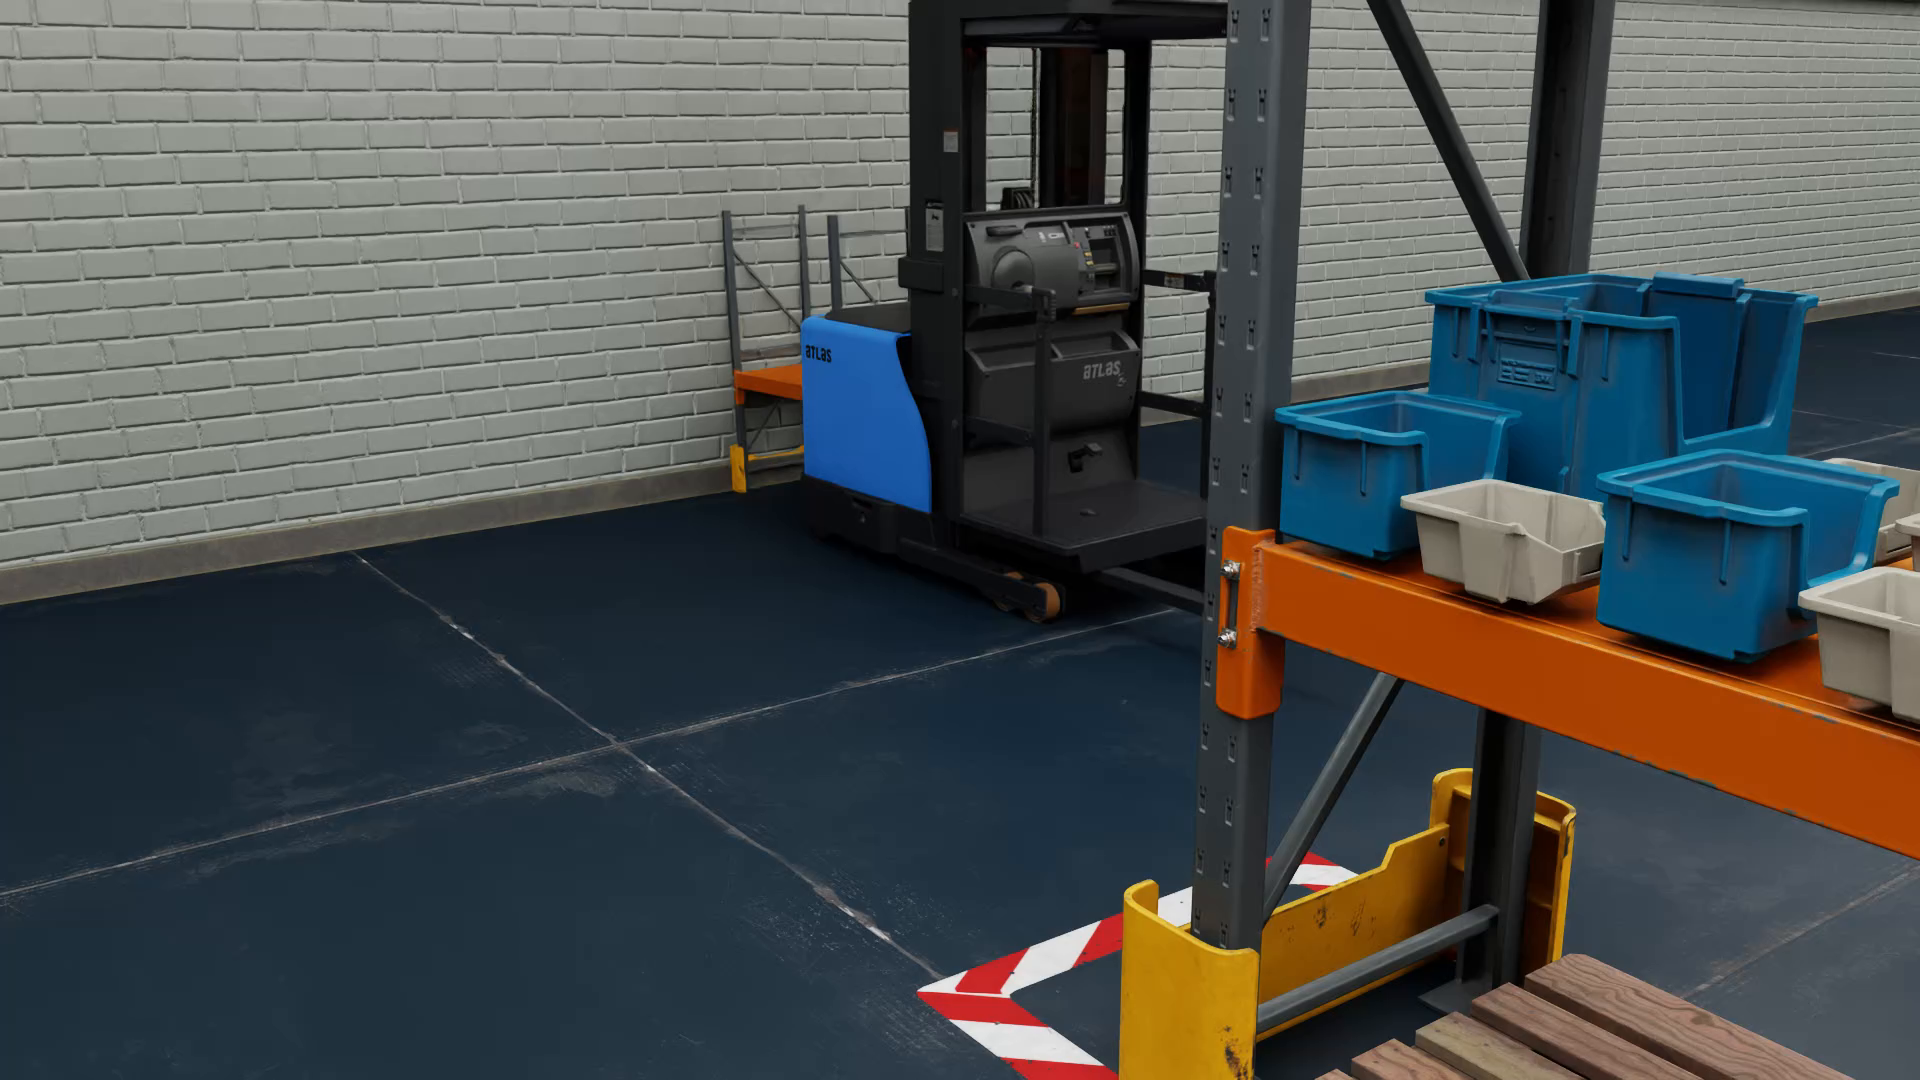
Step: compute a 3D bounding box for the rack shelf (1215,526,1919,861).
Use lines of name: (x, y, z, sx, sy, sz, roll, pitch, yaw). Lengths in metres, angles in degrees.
rack shelf: (2.090, 0.498, 1.937, 1.077, 0.370, 4.000, -11, 19, -35)

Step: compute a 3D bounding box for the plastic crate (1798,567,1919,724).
plastic crate: (1.314, 0.152, 2.223, 0.250, 0.136, 0.298, -11, 19, -35)

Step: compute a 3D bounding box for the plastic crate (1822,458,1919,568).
plastic crate: (1.540, -0.032, 2.895, 0.396, 0.136, 0.243, -11, 19, -35)

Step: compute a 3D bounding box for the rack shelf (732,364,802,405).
rack shelf: (-0.701, -0.776, 8.667, 0.538, 0.185, 1.000, -13, 18, -36)

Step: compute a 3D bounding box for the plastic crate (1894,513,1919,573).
plastic crate: (1.699, 0.033, 2.661, 0.396, 0.136, 0.243, -11, 19, -35)

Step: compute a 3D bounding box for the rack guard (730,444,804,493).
rack guard: (-0.992, -0.435, 9.171, 0.587, 0.250, 0.087, -13, 18, -36)

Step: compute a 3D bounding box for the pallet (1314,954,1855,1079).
pallet: (1.368, 1.251, 3.105, 1.003, 0.211, 1.213, -11, 19, -35)

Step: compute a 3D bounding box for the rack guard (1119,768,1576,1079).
rack guard: (0.890, 0.927, 3.743, 1.175, 0.500, 0.348, -11, 19, -35)

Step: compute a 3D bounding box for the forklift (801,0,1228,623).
forklift: (0.545, -1.223, 6.991, 1.130, 2.935, 3.031, -12, 19, -37)

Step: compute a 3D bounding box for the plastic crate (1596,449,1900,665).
plastic crate: (1.180, 0.020, 2.523, 0.416, 0.233, 0.300, -11, 19, -35)

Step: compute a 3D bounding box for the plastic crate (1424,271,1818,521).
plastic crate: (1.262, -0.279, 3.234, 0.616, 0.435, 0.499, -11, 19, -35)

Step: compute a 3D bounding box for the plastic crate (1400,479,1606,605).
plastic crate: (0.915, 0.008, 2.752, 0.250, 0.136, 0.298, -11, 19, -35)

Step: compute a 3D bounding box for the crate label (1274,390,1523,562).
crate label: (0.793, -0.120, 3.037, 0.416, 0.233, 0.303, -11, 19, -35)

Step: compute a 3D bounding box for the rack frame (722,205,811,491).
rack frame: (-1.016, -1.040, 9.016, 0.500, 1.500, 0.032, -13, 18, -36)

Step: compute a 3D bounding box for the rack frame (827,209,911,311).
rack frame: (-0.399, -0.861, 8.229, 0.500, 1.500, 0.032, -13, 18, -36)

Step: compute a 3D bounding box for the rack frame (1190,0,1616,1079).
rack frame: (0.914, -0.276, 3.402, 1.000, 3.000, 0.127, -11, 19, -35)

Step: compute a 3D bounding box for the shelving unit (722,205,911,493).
shelving unit: (-0.713, -0.952, 8.630, 0.587, 1.500, 1.083, -13, 18, -36)
